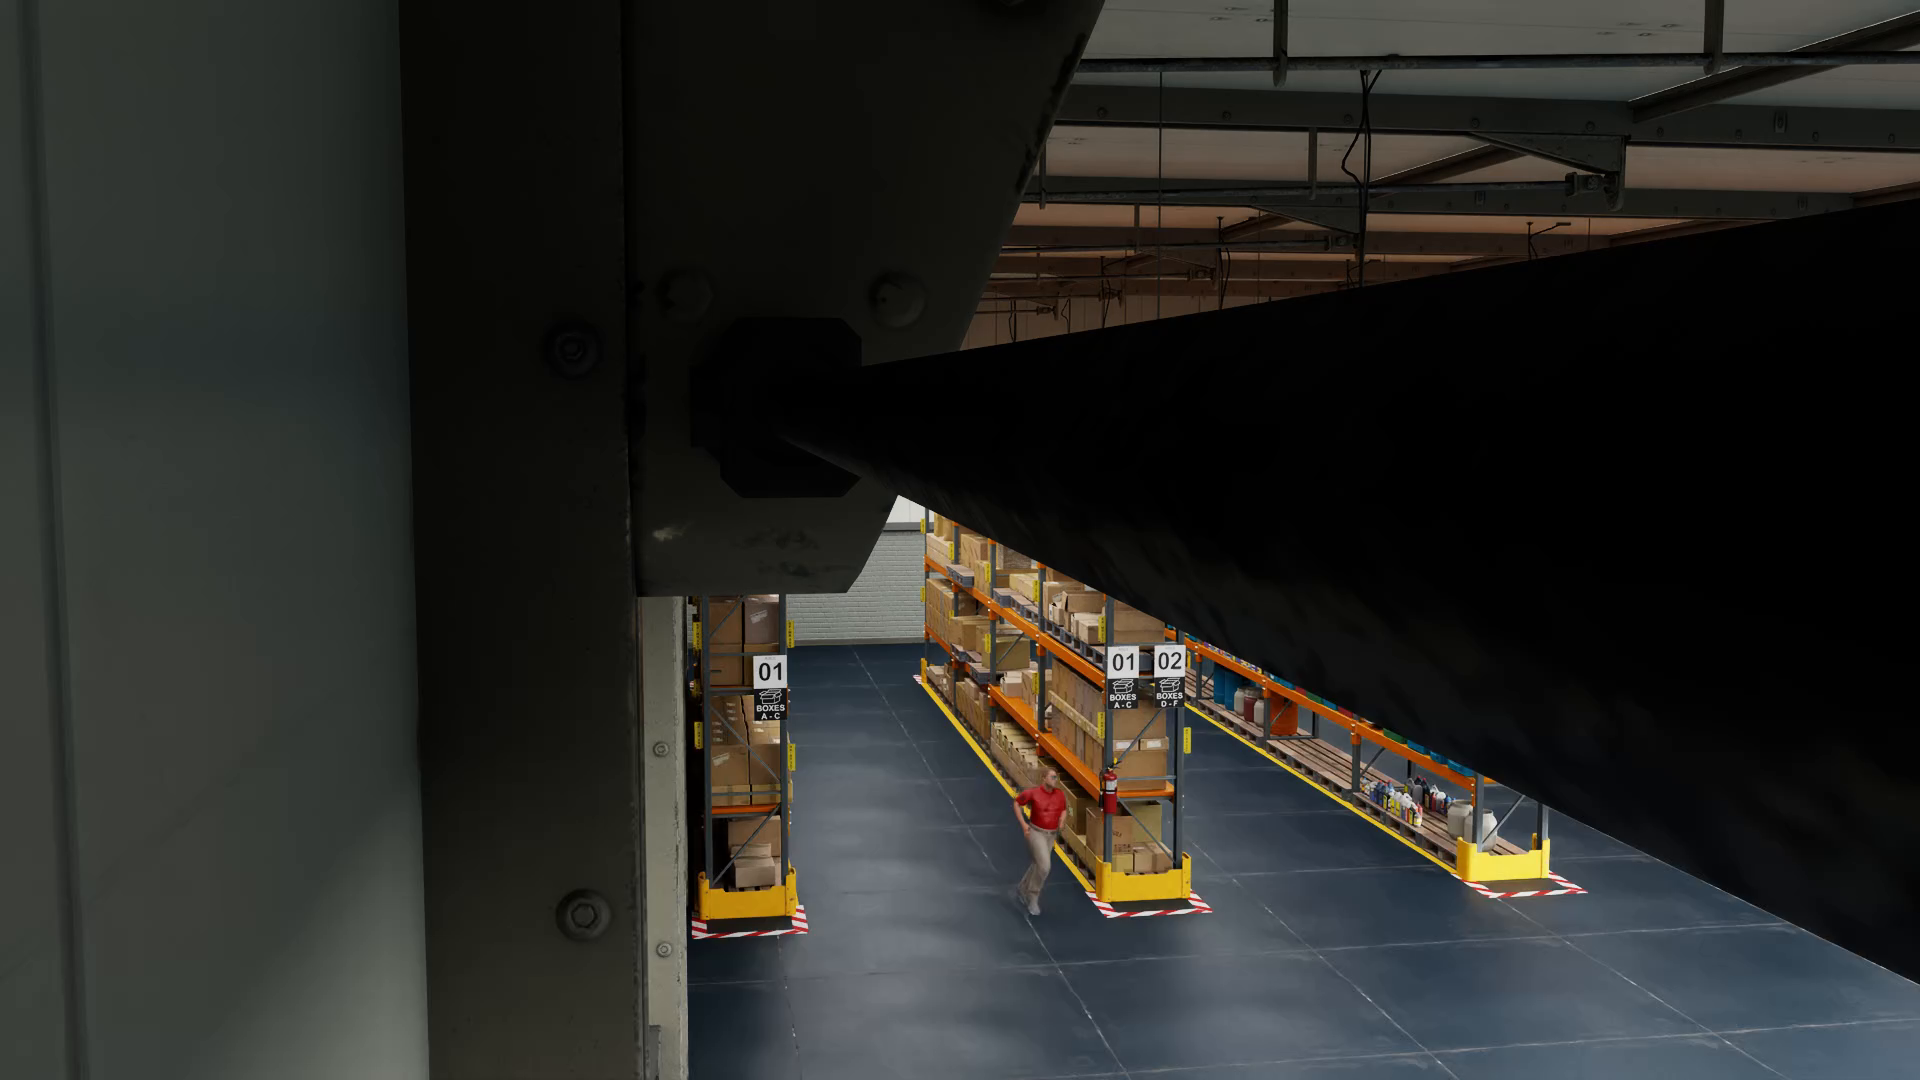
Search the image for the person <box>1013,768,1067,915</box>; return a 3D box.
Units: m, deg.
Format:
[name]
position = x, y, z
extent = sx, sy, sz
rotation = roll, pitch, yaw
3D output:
[person]
position = 1.025, 3.700, 20.528
extent = 0.668, 1.767, 0.688
rotation = -4, 7, -40
